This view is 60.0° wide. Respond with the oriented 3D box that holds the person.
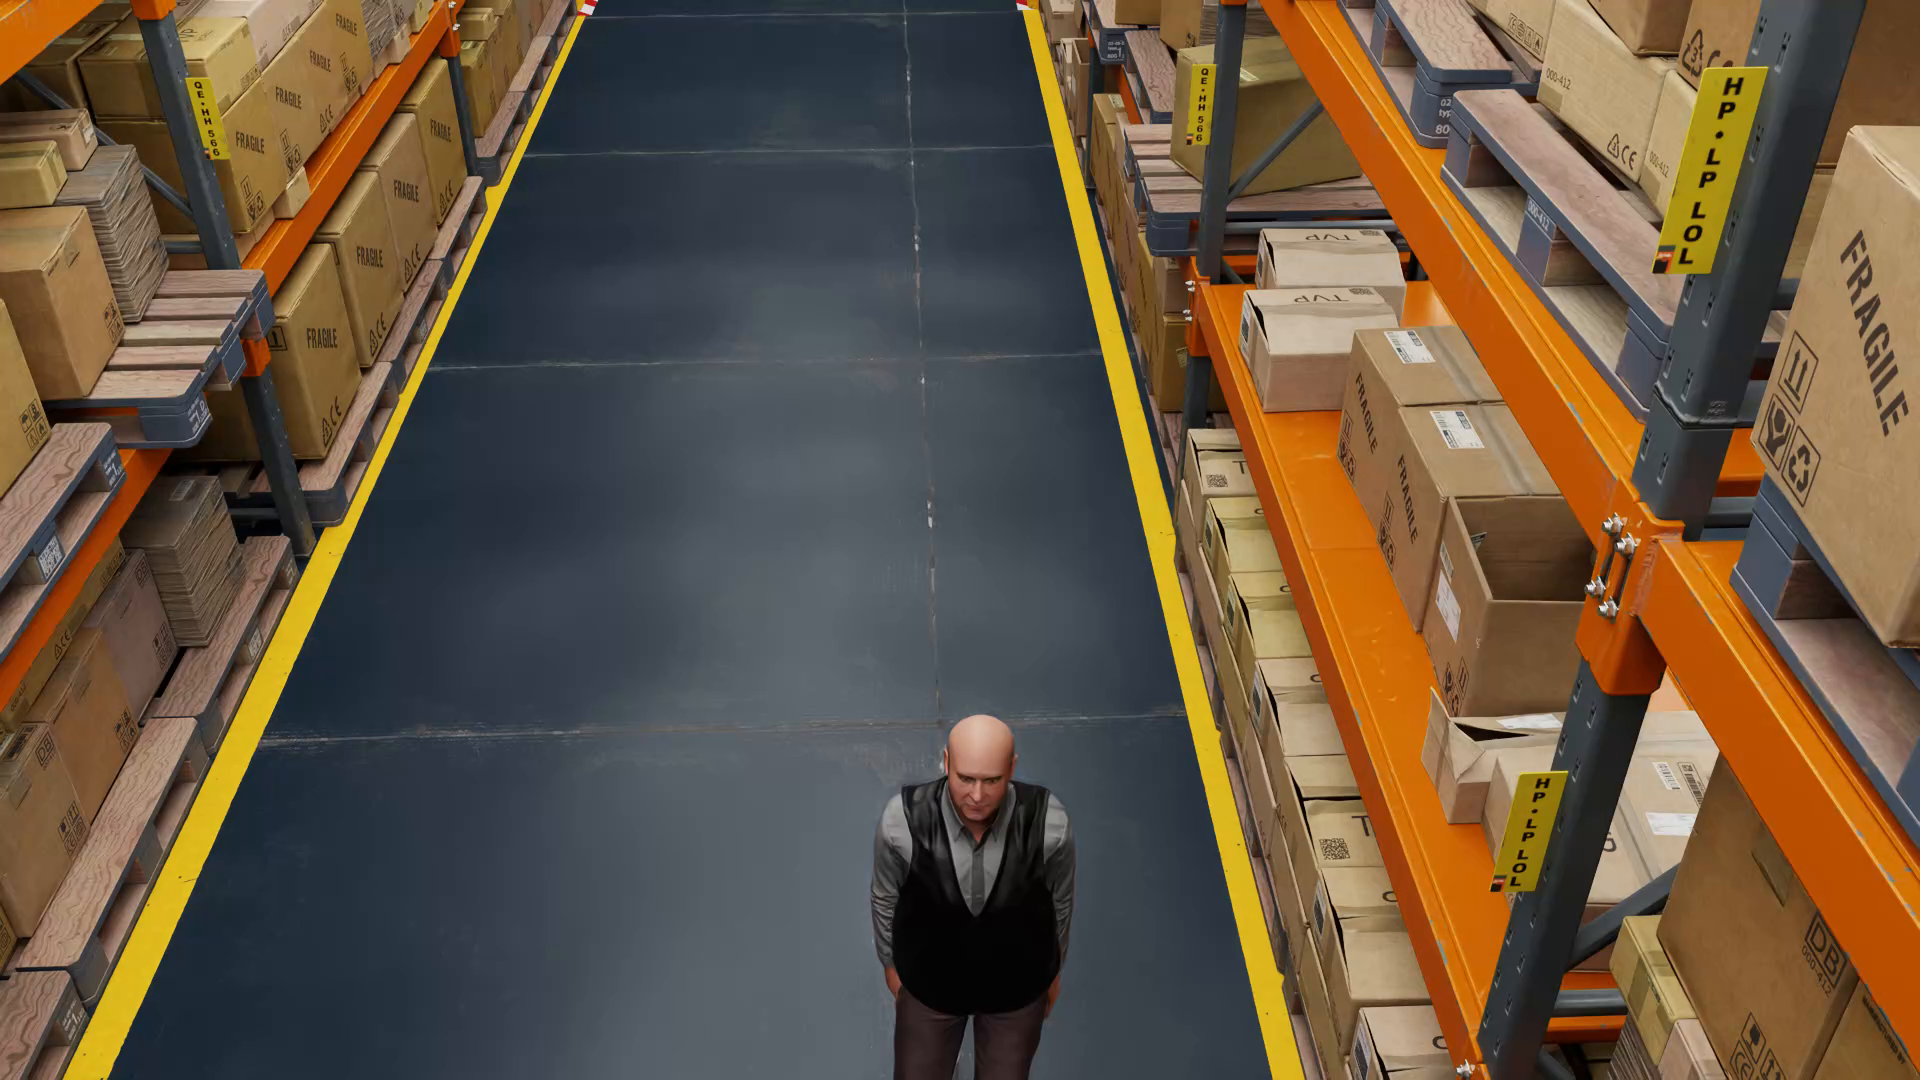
[{"bbox_3d":[0.033,1.146,4.497,0.536,1.710,0.556,-1,35,-1],"label":"person"}]
